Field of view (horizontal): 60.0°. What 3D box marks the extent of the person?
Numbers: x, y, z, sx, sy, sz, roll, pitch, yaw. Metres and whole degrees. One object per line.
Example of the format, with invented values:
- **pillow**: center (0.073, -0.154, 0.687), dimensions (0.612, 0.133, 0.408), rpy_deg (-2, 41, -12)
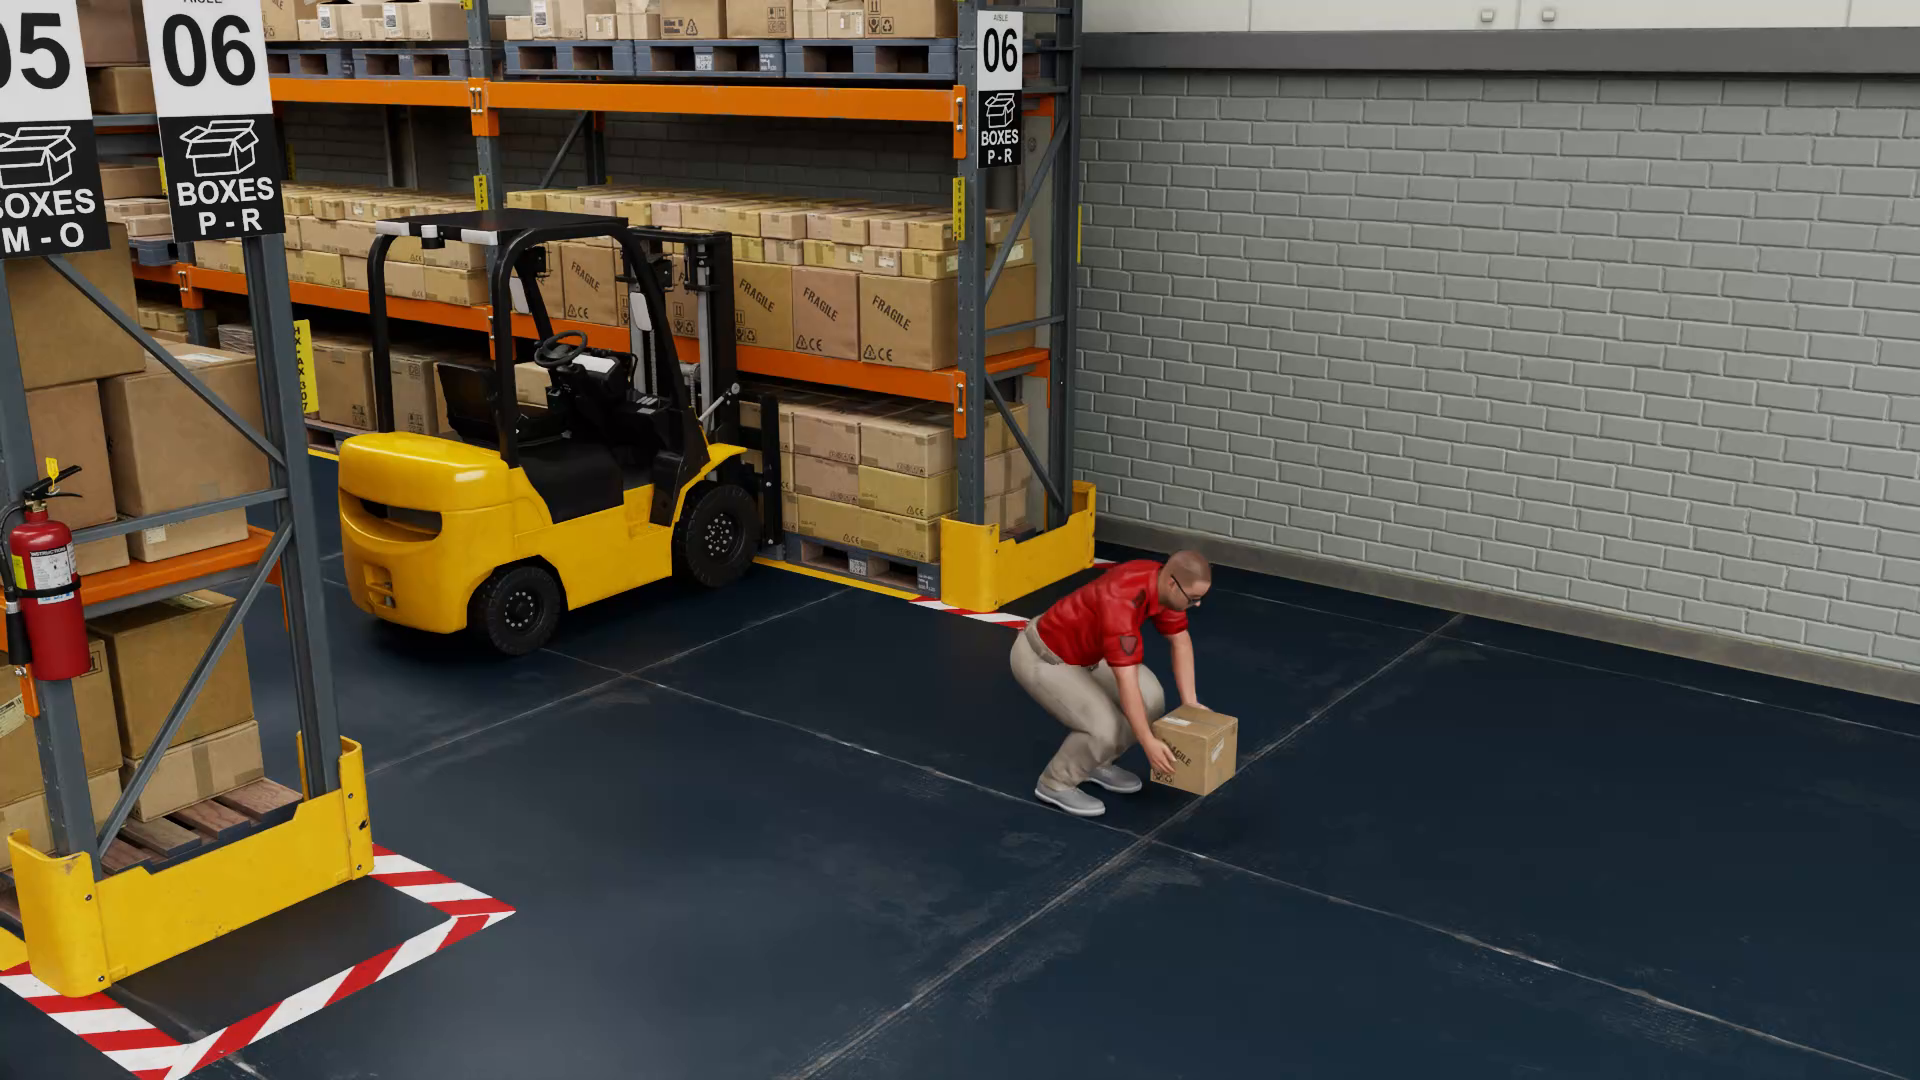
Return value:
- **person**: center (0.631, 0.536, 6.816), dimensions (0.821, 1.130, 0.577), rpy_deg (12, 20, 35)
